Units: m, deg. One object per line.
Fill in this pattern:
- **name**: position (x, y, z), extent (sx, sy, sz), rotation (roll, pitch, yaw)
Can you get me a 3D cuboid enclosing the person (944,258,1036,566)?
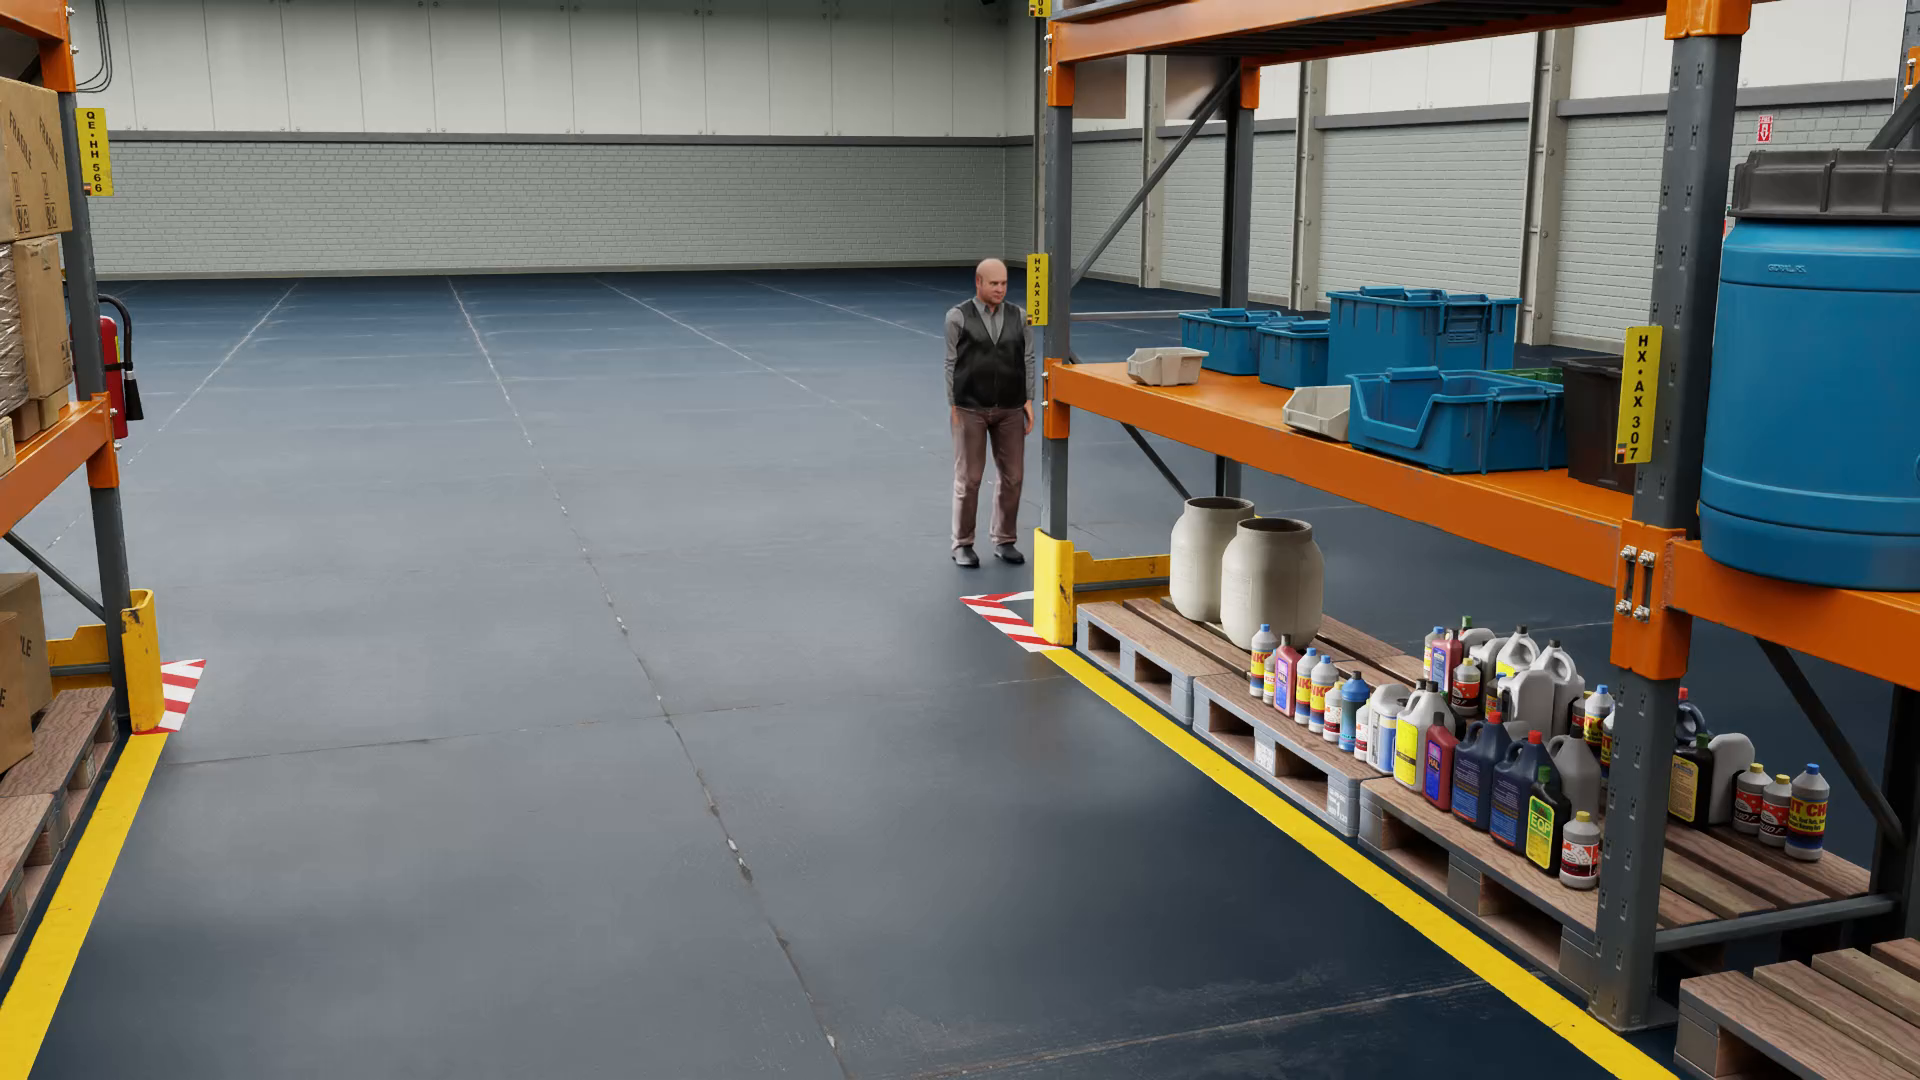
- **person**: position (0.175, -0.719, 9.356), extent (0.534, 1.714, 0.355), rotation (-4, 13, -17)
